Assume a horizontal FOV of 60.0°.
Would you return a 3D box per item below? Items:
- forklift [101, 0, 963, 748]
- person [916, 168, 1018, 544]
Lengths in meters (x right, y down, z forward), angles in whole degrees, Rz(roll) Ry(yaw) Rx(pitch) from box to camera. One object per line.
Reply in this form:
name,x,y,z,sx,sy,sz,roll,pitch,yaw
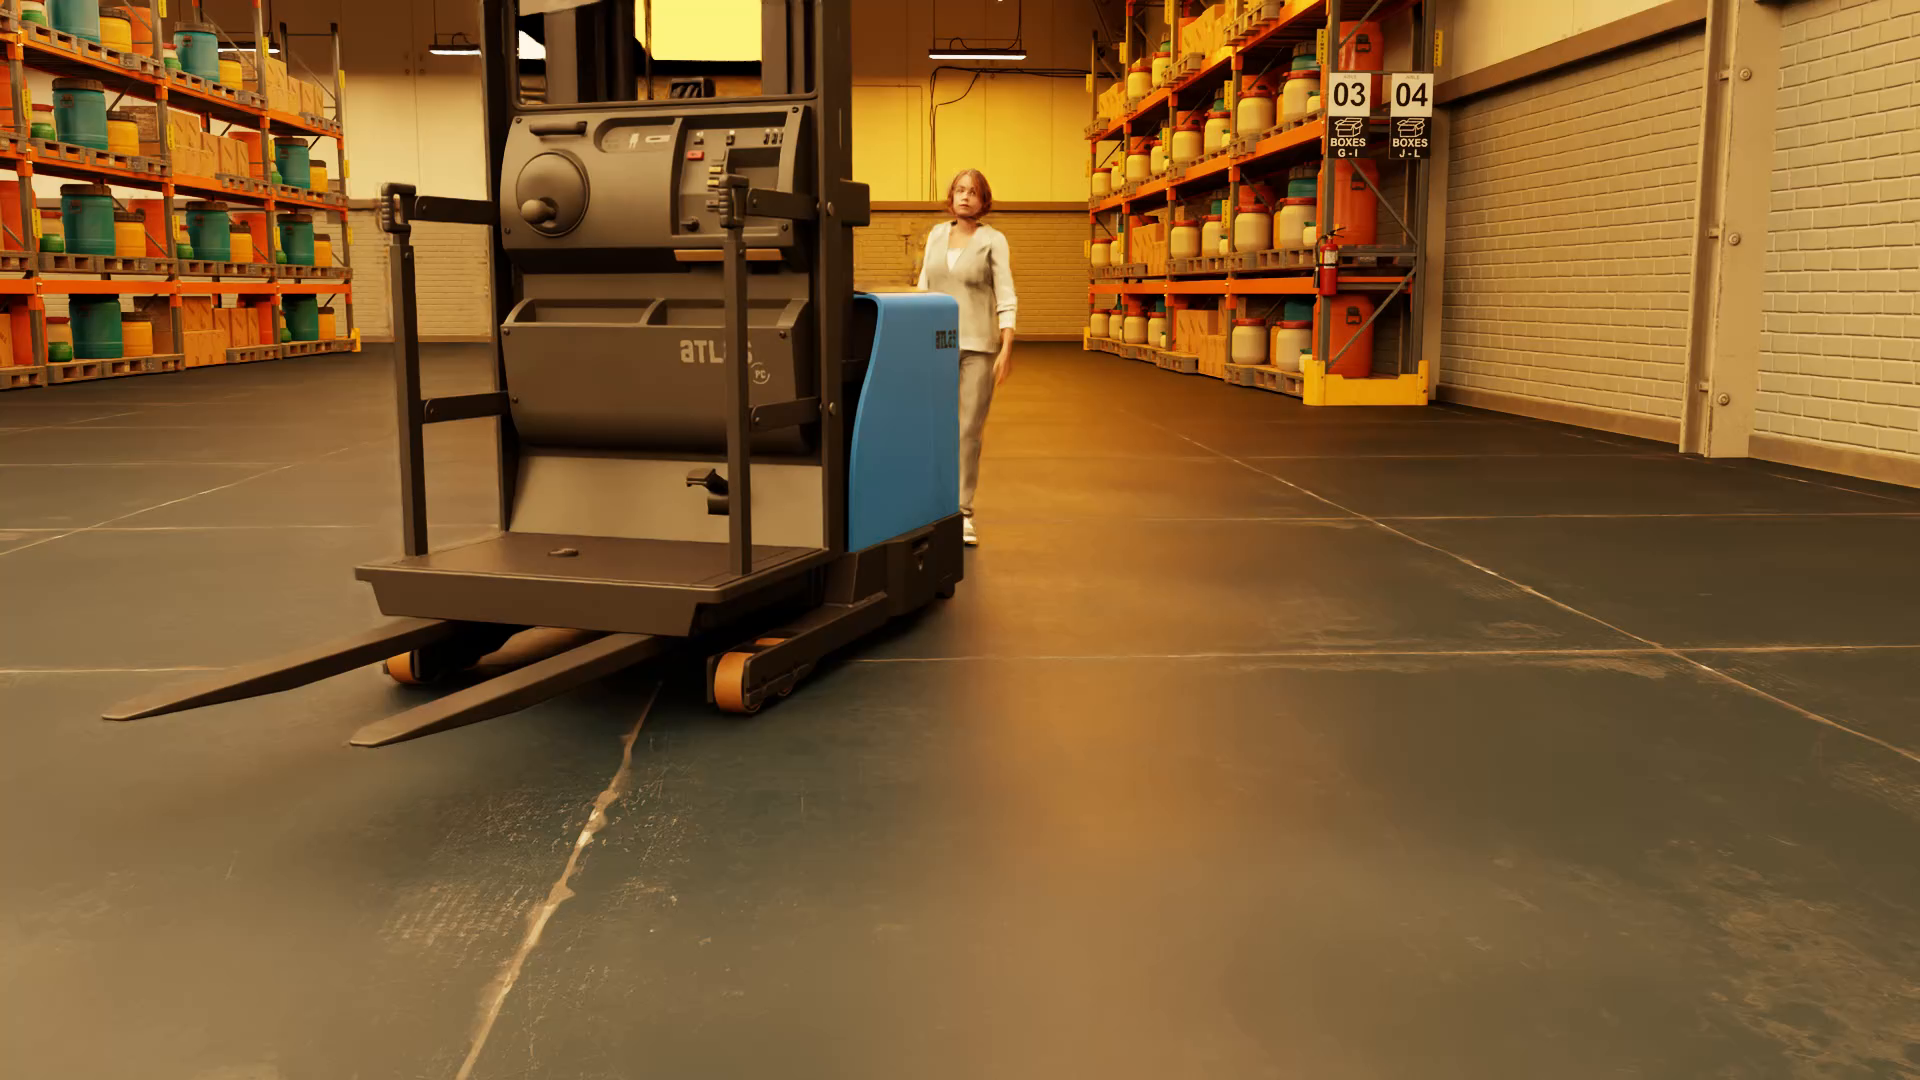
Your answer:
forklift,-0.945,-1.066,4.508,1.130,2.935,3.031,3,9,19
person,-0.033,-0.775,7.090,0.497,1.591,0.533,3,9,19
